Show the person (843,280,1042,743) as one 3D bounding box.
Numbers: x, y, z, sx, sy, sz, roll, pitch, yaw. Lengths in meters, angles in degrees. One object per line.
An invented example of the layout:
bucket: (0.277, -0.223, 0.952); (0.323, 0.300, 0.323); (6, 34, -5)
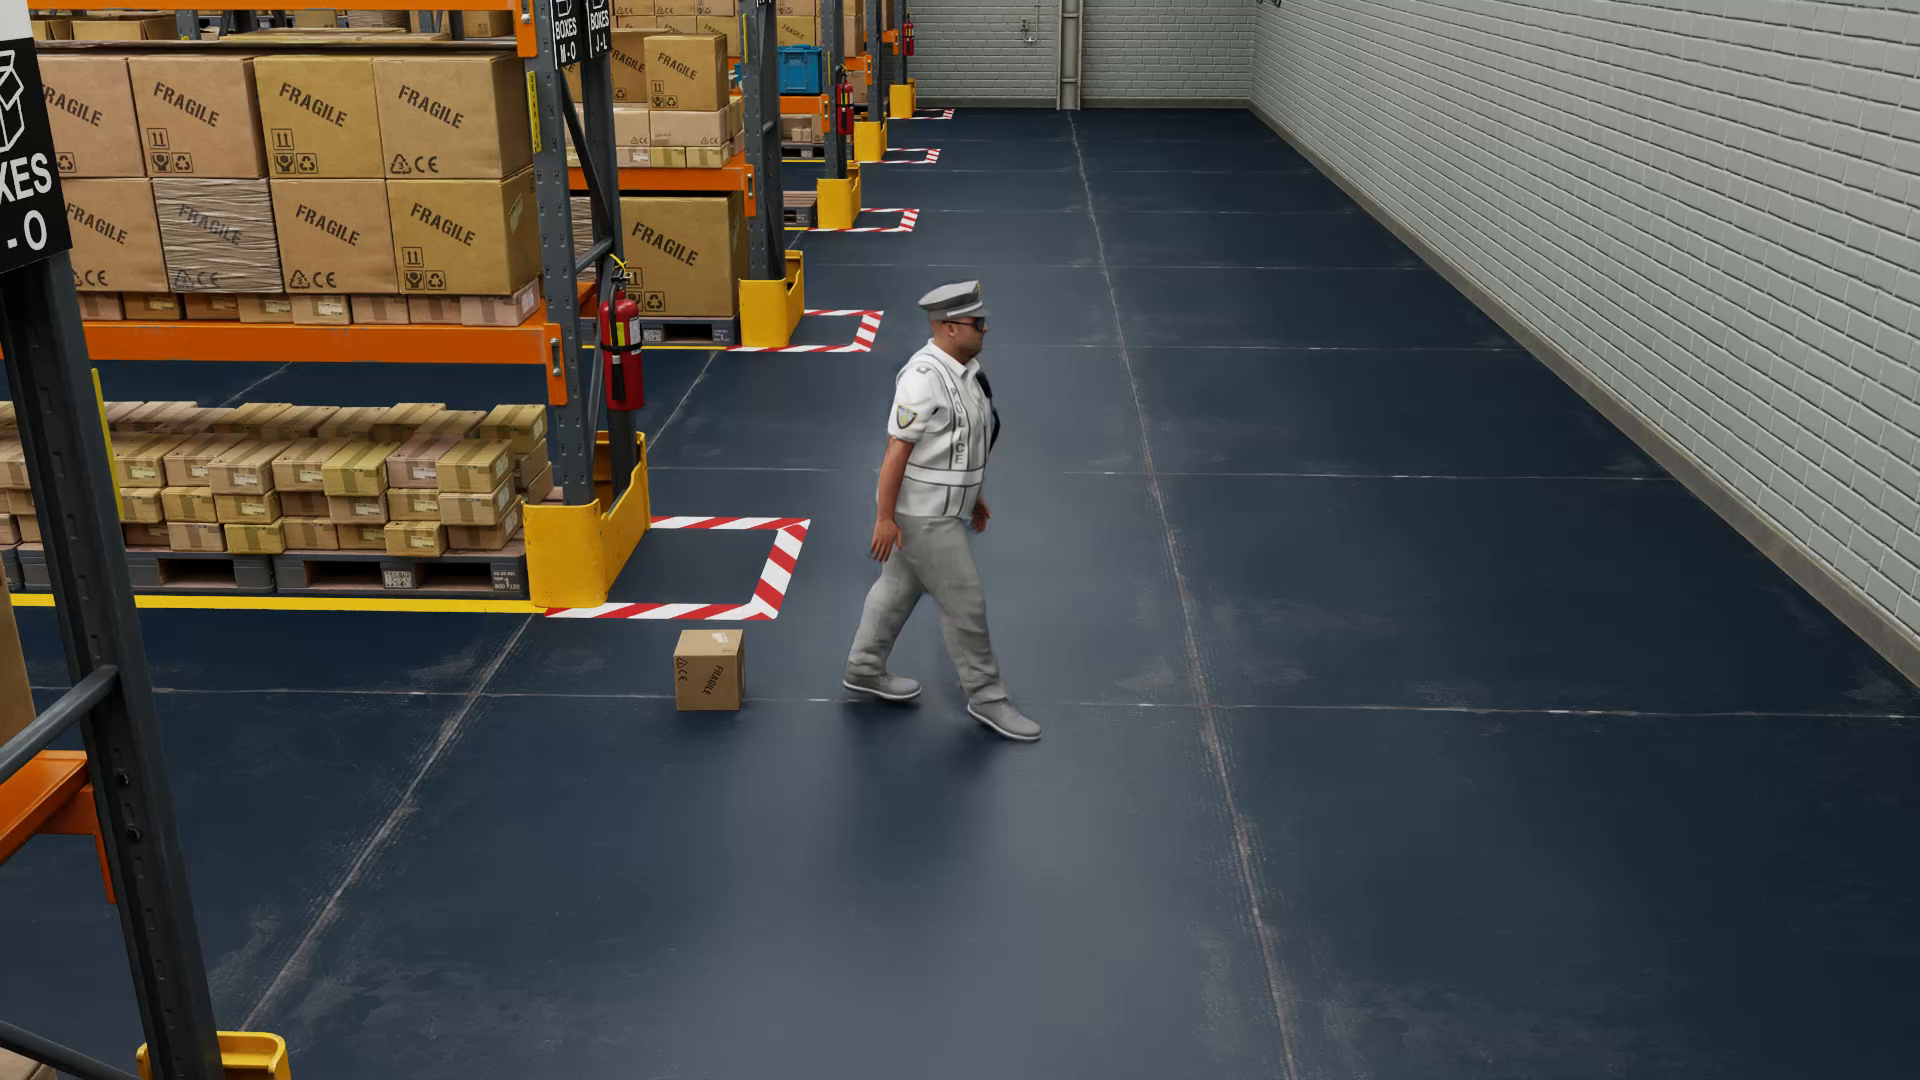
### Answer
person: (-0.059, -0.139, 6.431); (0.846, 1.752, 0.569); (4, 21, 10)
